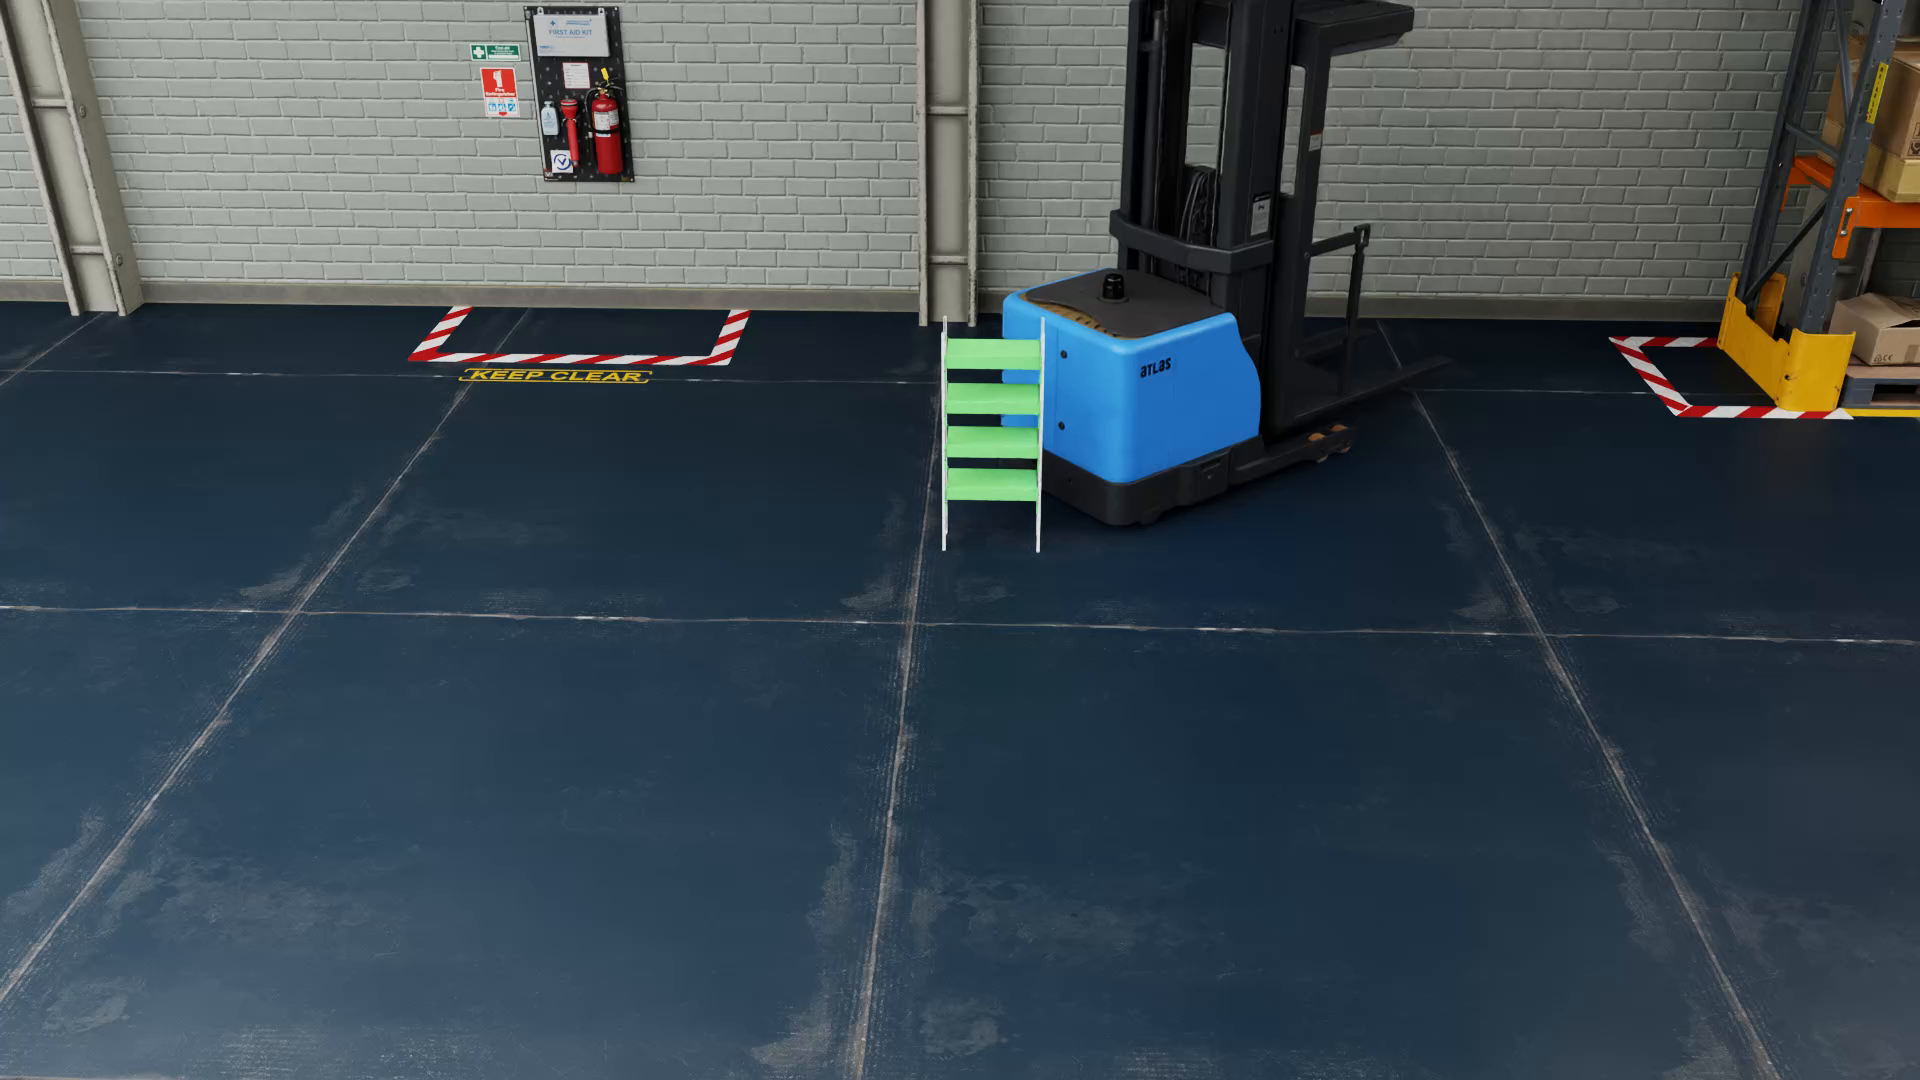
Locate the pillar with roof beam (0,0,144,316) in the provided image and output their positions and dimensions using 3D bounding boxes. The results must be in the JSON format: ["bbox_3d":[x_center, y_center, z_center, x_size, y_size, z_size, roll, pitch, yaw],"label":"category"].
[{"bbox_3d":[-6.228,-3.618,5.967,0.400,9.000,9.100,1,28,2],"label":"pillar with roof beam"}]

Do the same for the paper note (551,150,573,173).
[{"bbox_3d":[-2.722,-2.588,11.370,0.142,0.148,0.016,1,28,2],"label":"paper note"}]

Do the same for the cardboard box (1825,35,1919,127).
[{"bbox_3d":[5.665,-2.756,10.085,0.500,0.500,0.500,1,28,1],"label":"cardboard box"}]

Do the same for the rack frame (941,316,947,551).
[{"bbox_3d":[-0.078,-0.531,8.471,0.015,1.200,0.240,1,28,2],"label":"rack frame"}]

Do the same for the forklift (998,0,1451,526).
[{"bbox_3d":[1.686,-1.918,9.238,3.031,2.935,1.130,-20,34,-33],"label":"forklift"}]

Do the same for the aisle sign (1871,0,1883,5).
[{"bbox_3d":[5.104,-3.400,9.186,0.004,0.787,0.394,1,28,2],"label":"aisle sign"}]

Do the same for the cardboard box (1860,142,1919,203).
[{"bbox_3d":[5.663,-2.177,9.792,0.500,0.250,0.500,0,28,0],"label":"cardboard box"}]

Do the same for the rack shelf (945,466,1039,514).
[{"bbox_3d":[0.165,-0.259,8.606,0.480,0.148,0.258,1,28,2],"label":"rack shelf"}]

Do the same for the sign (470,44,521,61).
[{"bbox_3d":[-3.093,-3.245,11.065,0.331,0.109,0.001,1,28,2],"label":"sign"}]

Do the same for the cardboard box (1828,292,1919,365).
[{"bbox_3d":[5.875,-1.344,10.483,0.500,0.311,0.500,-2,28,-4],"label":"cardboard box"}]

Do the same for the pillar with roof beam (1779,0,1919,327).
[{"bbox_3d":[5.765,-3.420,5.593,0.400,9.000,9.100,1,28,2],"label":"pillar with roof beam"}]

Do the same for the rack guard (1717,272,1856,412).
[{"bbox_3d":[5.263,-1.285,10.641,0.348,0.500,1.175,1,28,2],"label":"rack guard"}]

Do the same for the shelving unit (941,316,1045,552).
[{"bbox_3d":[0.165,-0.527,8.464,0.503,1.200,0.258,1,28,2],"label":"shelving unit"}]

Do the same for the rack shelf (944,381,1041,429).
[{"bbox_3d":[0.165,-0.683,8.381,0.480,0.148,0.258,1,28,2],"label":"rack shelf"}]

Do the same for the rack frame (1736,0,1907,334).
[{"bbox_3d":[5.187,-2.391,10.058,0.127,3.000,1.000,1,28,2],"label":"rack frame"}]

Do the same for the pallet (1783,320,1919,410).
[{"bbox_3d":[6.073,-1.128,10.652,1.213,0.211,1.003,1,28,2],"label":"pallet"}]

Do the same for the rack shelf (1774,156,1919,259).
[{"bbox_3d":[7.185,-2.040,10.164,4.000,0.370,1.077,1,28,2],"label":"rack shelf"}]

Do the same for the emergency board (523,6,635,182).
[{"bbox_3d":[-2.548,-2.942,11.097,0.643,1.169,0.194,1,28,2],"label":"emergency board"}]

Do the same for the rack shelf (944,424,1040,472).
[{"bbox_3d":[0.165,-0.471,8.494,0.480,0.148,0.258,1,28,2],"label":"rack shelf"}]

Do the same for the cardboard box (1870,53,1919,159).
[{"bbox_3d":[5.653,-2.516,9.632,0.500,0.500,0.500,1,28,2],"label":"cardboard box"}]

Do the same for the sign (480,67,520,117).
[{"bbox_3d":[-3.097,-3.015,11.197,0.234,0.329,0.001,1,28,2],"label":"sign"}]

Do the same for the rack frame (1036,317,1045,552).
[{"bbox_3d":[0.409,-0.523,8.456,0.015,1.200,0.240,1,28,2],"label":"rack frame"}]

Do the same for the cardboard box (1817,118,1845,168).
[{"bbox_3d":[5.661,-2.416,10.245,0.500,0.250,0.500,1,28,3],"label":"cardboard box"}]

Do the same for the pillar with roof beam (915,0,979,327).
[{"bbox_3d":[-0.231,-3.519,5.780,0.400,9.000,9.100,1,28,2],"label":"pillar with roof beam"}]

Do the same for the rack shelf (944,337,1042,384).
[{"bbox_3d":[0.165,-0.895,8.269,0.480,0.148,0.258,1,28,2],"label":"rack shelf"}]

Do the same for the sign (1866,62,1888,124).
[{"bbox_3d":[5.168,-2.519,9.376,0.005,0.325,0.100,1,28,2],"label":"sign"}]
